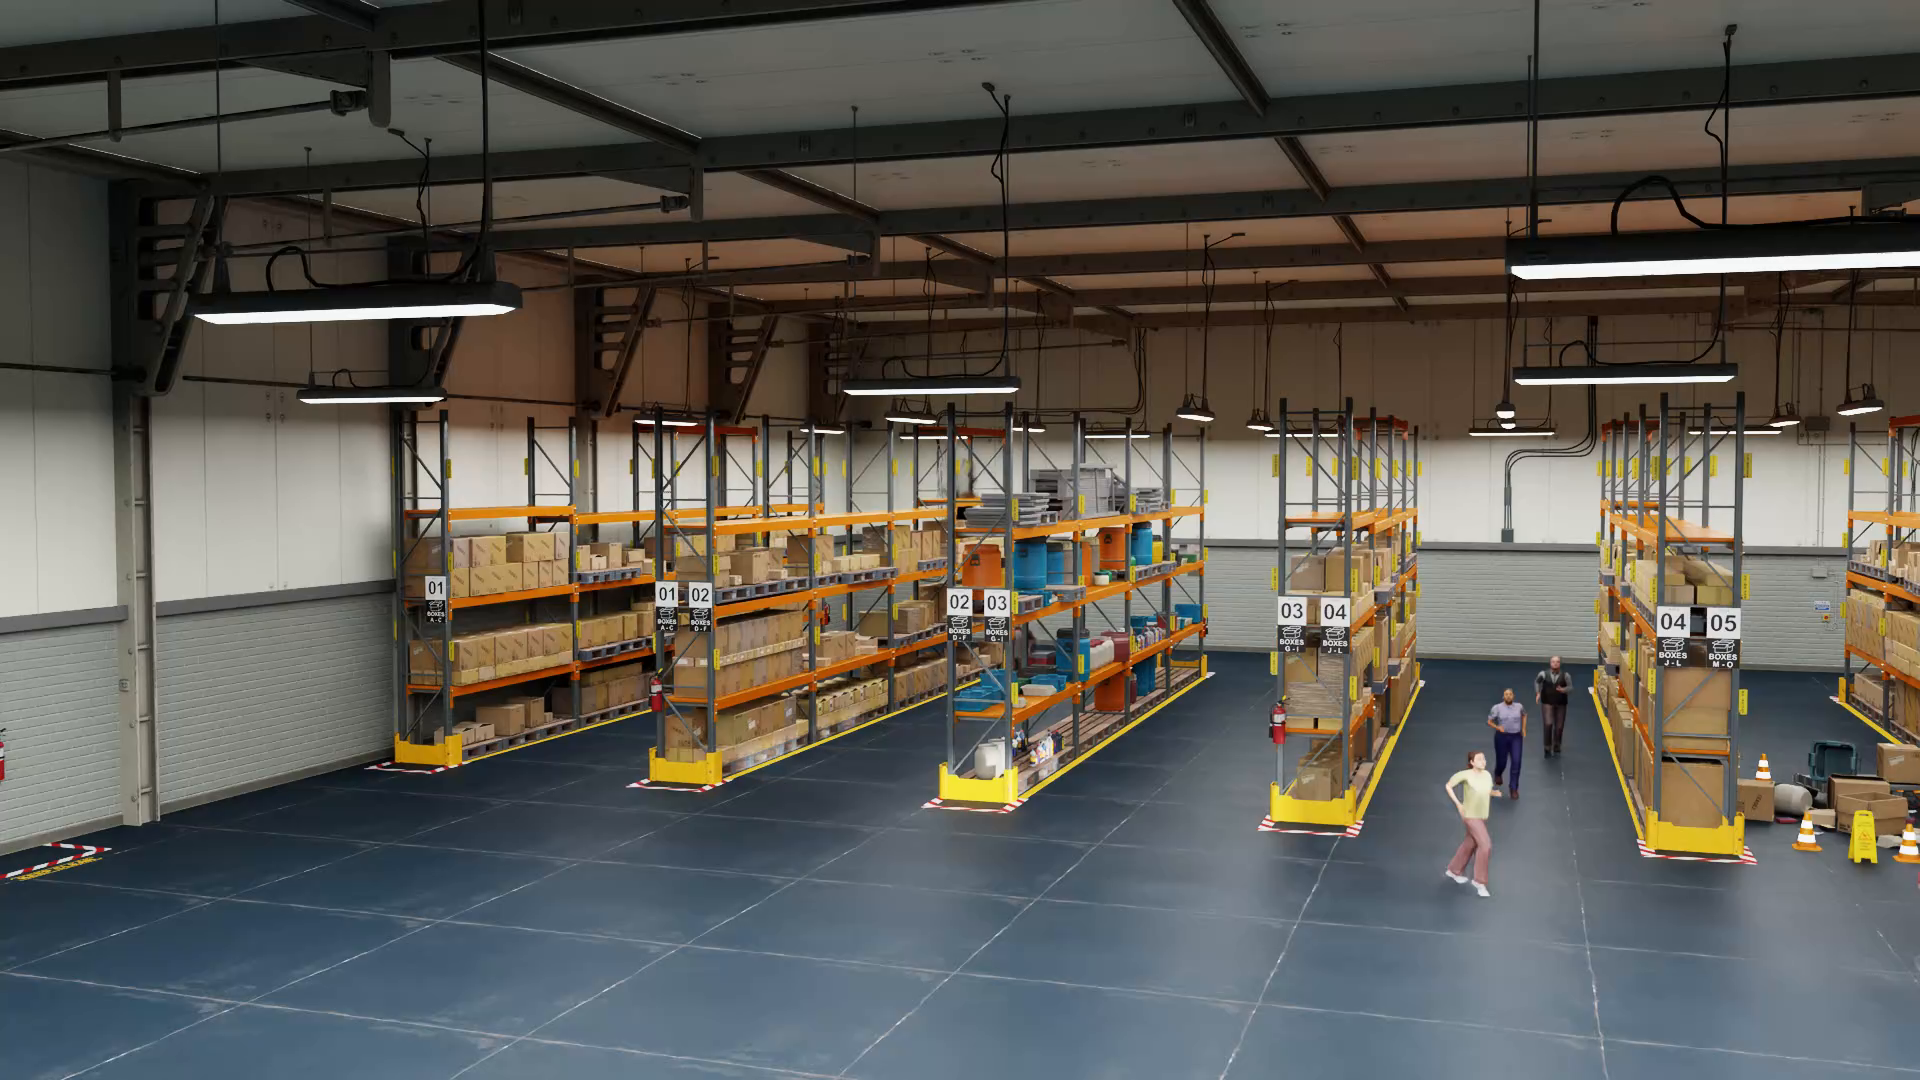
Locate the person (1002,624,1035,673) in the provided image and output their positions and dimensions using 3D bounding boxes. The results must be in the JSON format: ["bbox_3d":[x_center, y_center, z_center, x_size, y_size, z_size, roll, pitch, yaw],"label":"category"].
[{"bbox_3d":[1.255,2.576,36.132,0.688,1.814,0.754,0,2,10],"label":"person"}]

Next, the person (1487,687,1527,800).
[{"bbox_3d":[8.419,3.091,25.548,0.619,1.657,0.931,0,2,9],"label":"person"}]

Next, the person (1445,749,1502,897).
[{"bbox_3d":[6.103,3.331,19.752,0.546,1.730,0.735,-2,3,-33],"label":"person"}]

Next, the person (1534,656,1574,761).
[{"bbox_3d":[10.297,2.905,28.823,0.630,1.785,0.778,1,3,14],"label":"person"}]
